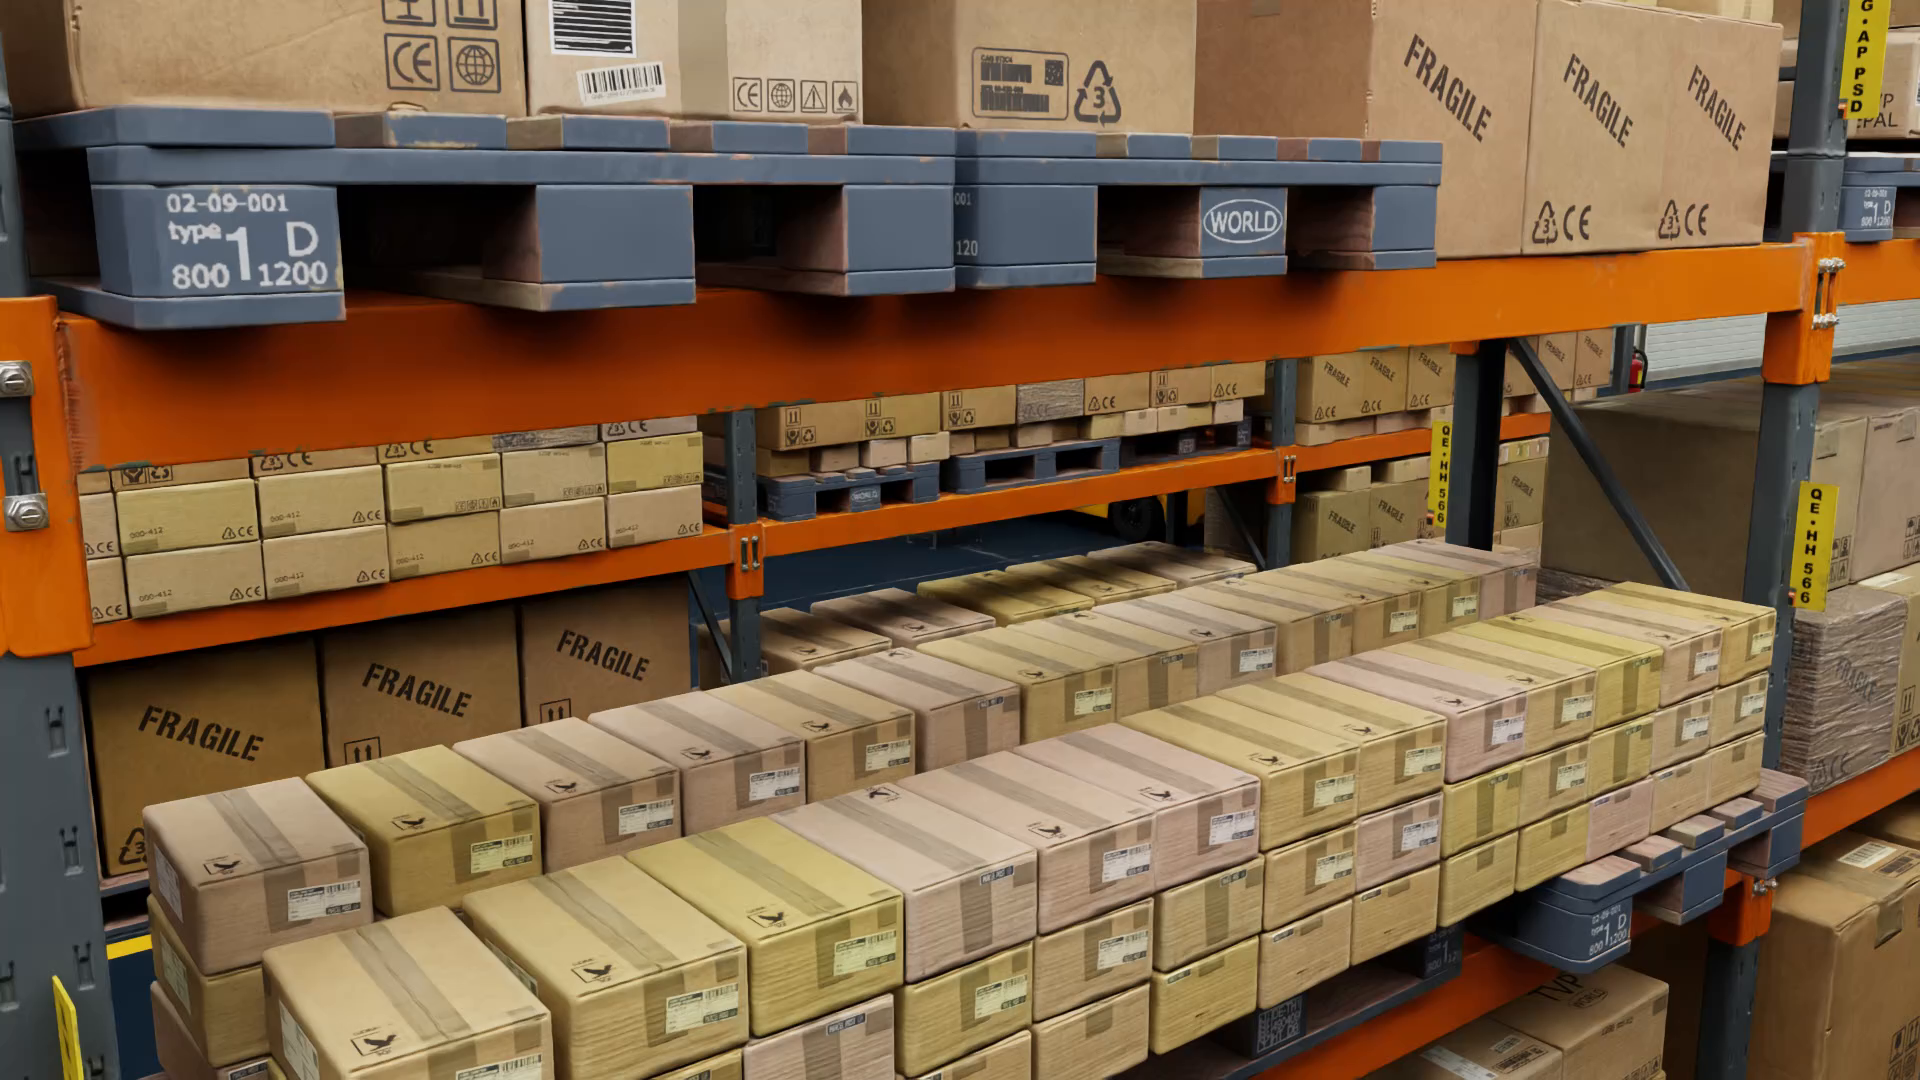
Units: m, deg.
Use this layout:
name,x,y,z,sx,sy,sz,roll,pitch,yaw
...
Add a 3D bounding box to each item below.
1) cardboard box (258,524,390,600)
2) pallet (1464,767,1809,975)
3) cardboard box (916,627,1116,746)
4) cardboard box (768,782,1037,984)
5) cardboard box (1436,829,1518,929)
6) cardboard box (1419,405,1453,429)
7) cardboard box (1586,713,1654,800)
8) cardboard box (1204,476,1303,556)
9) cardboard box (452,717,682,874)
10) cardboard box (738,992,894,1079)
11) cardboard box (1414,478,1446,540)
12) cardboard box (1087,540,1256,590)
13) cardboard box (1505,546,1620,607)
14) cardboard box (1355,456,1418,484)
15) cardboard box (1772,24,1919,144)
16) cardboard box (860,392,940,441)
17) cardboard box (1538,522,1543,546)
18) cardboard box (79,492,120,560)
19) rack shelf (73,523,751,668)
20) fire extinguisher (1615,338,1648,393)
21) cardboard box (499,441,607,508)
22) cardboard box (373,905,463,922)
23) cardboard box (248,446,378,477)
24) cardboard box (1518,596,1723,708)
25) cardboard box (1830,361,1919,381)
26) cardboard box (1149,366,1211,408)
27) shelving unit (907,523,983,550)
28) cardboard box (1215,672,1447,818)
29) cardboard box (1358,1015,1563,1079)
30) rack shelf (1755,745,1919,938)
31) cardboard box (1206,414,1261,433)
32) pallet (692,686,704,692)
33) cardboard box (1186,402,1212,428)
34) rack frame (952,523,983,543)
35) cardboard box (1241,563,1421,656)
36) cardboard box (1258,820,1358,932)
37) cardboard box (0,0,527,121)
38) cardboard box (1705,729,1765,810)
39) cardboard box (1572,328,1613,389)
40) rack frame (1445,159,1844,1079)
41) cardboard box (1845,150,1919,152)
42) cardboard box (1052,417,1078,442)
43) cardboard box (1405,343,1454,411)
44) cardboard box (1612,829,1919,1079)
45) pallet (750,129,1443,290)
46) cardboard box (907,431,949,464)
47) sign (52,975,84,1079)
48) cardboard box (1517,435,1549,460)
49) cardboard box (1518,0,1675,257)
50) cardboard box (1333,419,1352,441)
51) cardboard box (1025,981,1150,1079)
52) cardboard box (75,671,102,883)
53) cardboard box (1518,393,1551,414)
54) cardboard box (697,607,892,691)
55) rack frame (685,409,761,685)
name,x,y,z,sx,sy,sz,roll,pitch,yaw
cardboard box,-2.756,0.051,7.027,0.500,0.250,0.500,-10,15,-39
pallet,1.331,0.661,4.256,1.003,0.211,1.213,-9,15,-38
cardboard box,0.116,0.315,3.585,0.250,0.149,0.380,-10,15,-38
cardboard box,-0.096,0.524,2.599,0.250,0.149,0.380,-10,15,-38
cardboard box,0.921,0.646,3.460,0.250,0.149,0.380,-10,16,-40
cardboard box,3.224,-0.882,11.664,0.250,0.149,0.380,-9,15,-37
cardboard box,1.308,0.437,3.727,0.250,0.149,0.380,-9,15,-36
cardboard box,2.067,-0.199,11.647,0.500,0.500,0.500,-10,15,-38
cardboard box,-0.699,0.451,2.945,0.250,0.149,0.380,-10,16,-39
cardboard box,-0.305,0.704,2.467,0.250,0.149,0.380,-9,15,-36
cardboard box,3.219,-0.250,11.886,0.500,0.500,0.500,-8,15,-35
cardboard box,1.365,0.297,10.823,0.625,0.372,0.950,-9,15,-37
cardboard box,2.005,0.307,5.223,0.500,0.500,0.500,-9,15,-38
cardboard box,2.937,-0.502,11.513,0.250,0.149,0.380,-9,15,-35
cardboard box,2.523,-1.279,4.671,0.500,0.311,0.500,-9,15,-38
cardboard box,-0.452,-0.822,8.809,0.500,0.500,0.500,-8,15,-35
cardboard box,4.414,-0.079,12.888,0.500,0.250,0.500,-10,15,-38
cardboard box,-3.565,-0.068,6.385,0.500,0.250,0.500,-9,15,-37
rack shelf,-2.912,0.279,7.324,4.000,0.370,1.077,-9,15,-38
fire extinguisher,5.274,-1.273,13.087,0.183,0.674,0.296,-9,15,-38
cardboard box,-1.968,-0.332,7.629,0.500,0.250,0.500,-10,16,-39
cardboard box,-0.910,0.630,2.816,0.250,0.149,0.380,-9,15,-37
cardboard box,-2.778,-0.565,6.920,0.500,0.500,0.500,-10,15,-39
cardboard box,1.527,0.254,3.872,0.250,0.149,0.380,-10,15,-38
cardboard box,3.370,-0.336,5.843,0.500,0.500,0.700,-10,15,-38
cardboard box,1.169,-1.089,10.070,0.500,0.500,0.500,-9,15,-37
shelving unit,-0.129,-1.006,13.810,0.503,2.100,0.431,-9,15,-38
cardboard box,0.713,0.389,3.235,0.250,0.149,0.380,-9,15,-35
cardboard box,1.063,1.307,3.956,0.500,0.250,0.500,-9,15,-37
rack shelf,3.382,0.550,6.050,4.000,0.370,1.077,-9,15,-38
cardboard box,1.833,-0.820,11.372,0.250,0.149,0.380,-10,15,-38
pallet,-0.739,0.931,9.238,1.213,0.211,1.003,-9,15,-38
cardboard box,1.326,-0.791,10.226,0.250,0.149,0.380,-10,16,-39
rack frame,0.061,-1.037,13.959,0.015,2.100,0.400,-9,15,-38
cardboard box,0.936,0.179,4.226,0.250,0.149,0.380,-10,15,-38
cardboard box,0.512,0.569,3.107,0.250,0.149,0.380,-10,15,-39
cardboard box,-0.938,-0.776,2.090,0.500,0.500,0.700,-9,15,-38
cardboard box,1.723,0.514,4.083,0.250,0.149,0.380,-9,15,-37
cardboard box,4.645,-1.450,12.777,0.500,0.500,0.500,-10,15,-39
rack frame,1.821,0.457,4.753,0.127,3.000,1.000,-9,15,-38
cardboard box,3.351,-1.509,5.864,0.258,0.266,0.396,-9,15,-38
cardboard box,0.468,-0.675,9.679,0.250,0.149,0.380,-10,16,-40
cardboard box,3.068,-1.190,11.552,0.500,0.500,0.500,-10,15,-38
cardboard box,2.352,1.288,5.246,0.750,0.750,1.050,-10,15,-38
pallet,0.054,-0.597,2.948,1.003,0.211,1.213,-9,15,-38
cardboard box,-0.269,-0.518,8.942,0.250,0.149,0.380,-9,15,-37
sign,-0.958,0.640,1.809,0.005,0.325,0.100,-9,15,-38
cardboard box,4.189,-0.710,12.493,0.250,0.149,0.380,-9,15,-36
cardboard box,1.151,-0.876,3.572,0.500,0.500,0.500,-9,15,-38
cardboard box,2.384,-0.758,11.084,0.250,0.149,0.380,-9,15,-36
cardboard box,0.098,0.783,2.812,0.250,0.149,0.380,-10,16,-40
cardboard box,-4.040,0.927,6.645,0.875,0.875,0.875,-9,15,-36
cardboard box,4.214,-1.045,12.434,0.250,0.149,0.380,-9,15,-37
cardboard box,-0.903,0.676,9.039,0.625,0.372,0.950,-11,16,-41
rack frame,-1.351,-0.332,8.472,0.127,3.000,1.000,-9,15,-38
